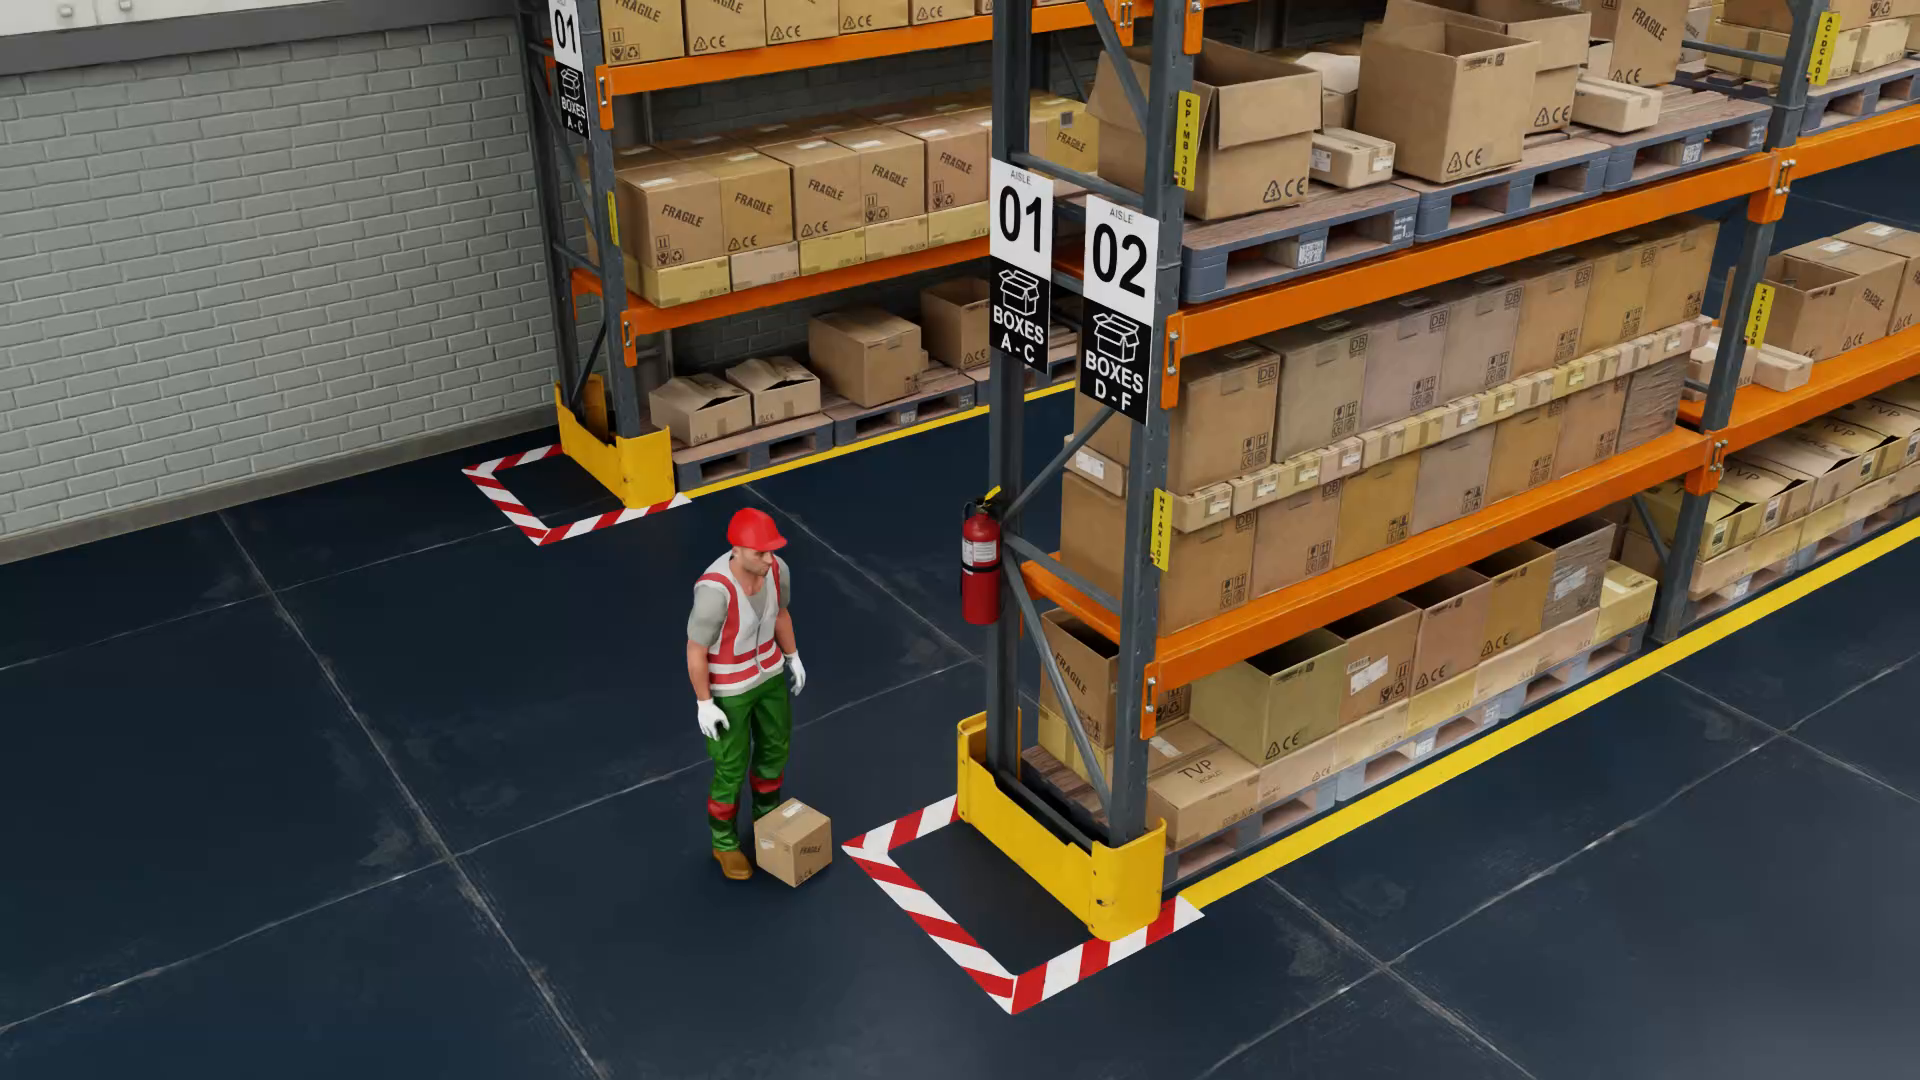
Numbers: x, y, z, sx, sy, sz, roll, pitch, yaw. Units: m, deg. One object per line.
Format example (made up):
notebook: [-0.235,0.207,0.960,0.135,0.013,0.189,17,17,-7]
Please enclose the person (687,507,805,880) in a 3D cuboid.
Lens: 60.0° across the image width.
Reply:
person: [-0.934,0.647,7.407,0.455,1.779,0.619,23,36,36]
